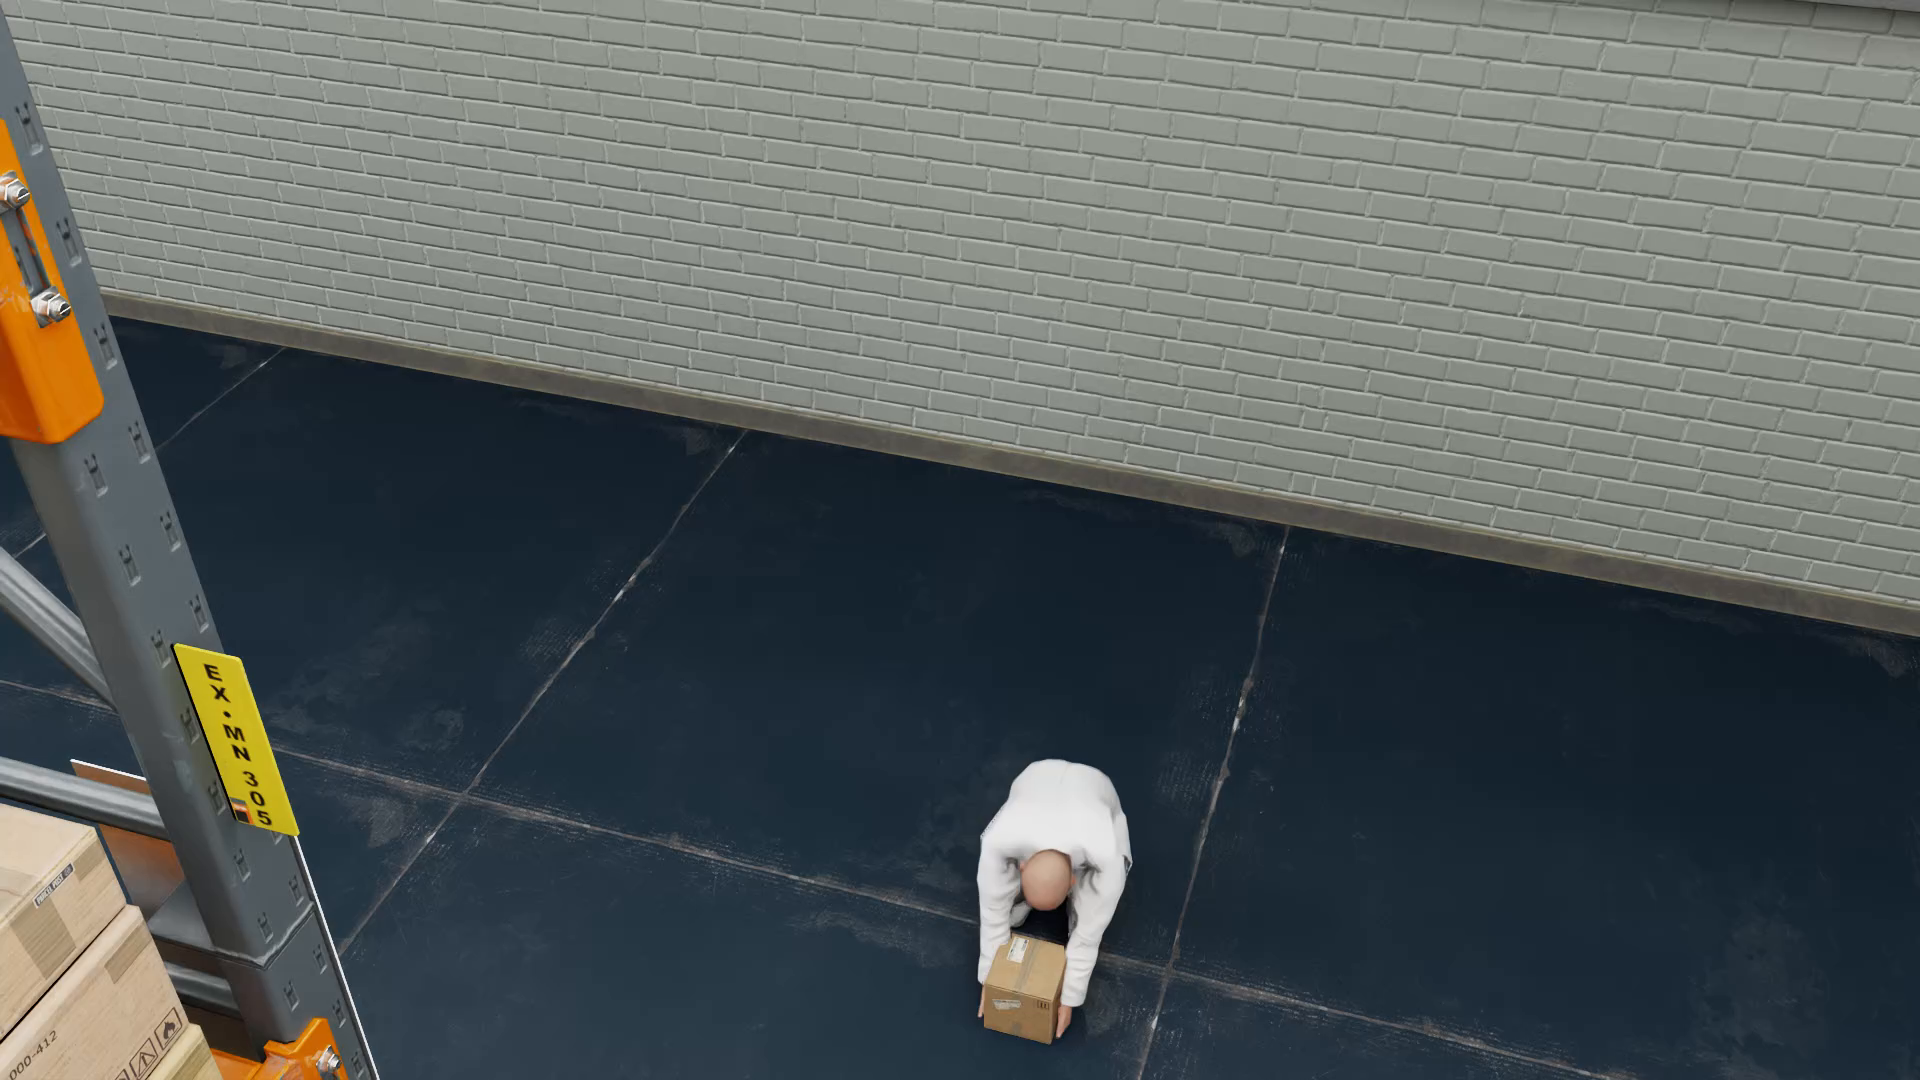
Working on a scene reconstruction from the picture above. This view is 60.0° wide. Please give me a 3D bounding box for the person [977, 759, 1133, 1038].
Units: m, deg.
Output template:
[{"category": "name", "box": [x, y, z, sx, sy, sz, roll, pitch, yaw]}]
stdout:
[{"category": "person", "box": [0.337, 1.228, 6.135, 0.584, 0.883, 0.915, 10, 38, 14]}]
